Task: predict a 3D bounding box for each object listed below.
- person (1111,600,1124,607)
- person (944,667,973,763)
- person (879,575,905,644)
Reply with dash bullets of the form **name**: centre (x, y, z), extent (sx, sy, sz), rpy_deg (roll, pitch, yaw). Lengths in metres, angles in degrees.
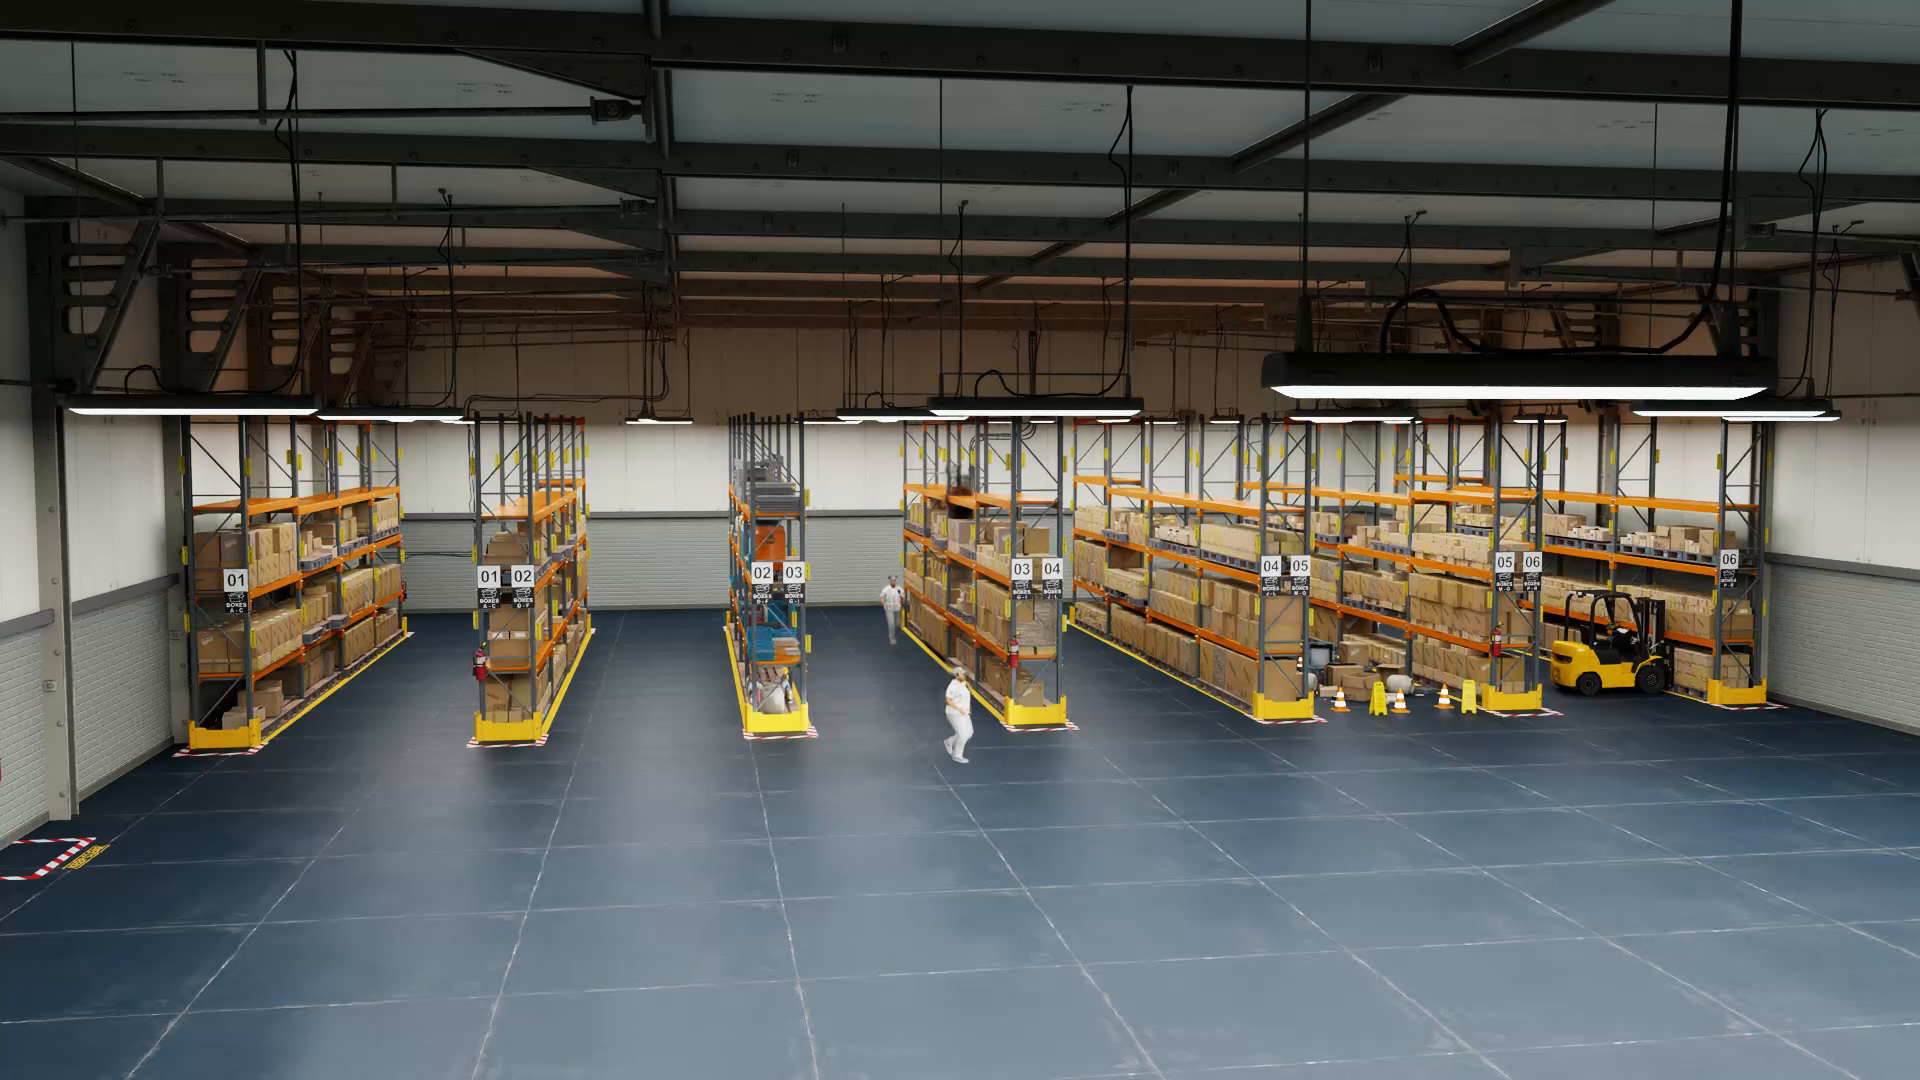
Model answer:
- **person**: centre (4.716, 1.525, 49.949), extent (0.740, 1.736, 0.596), rpy_deg (-1, 4, -11)
- **person**: centre (-0.073, 2.978, 28.453), extent (0.538, 1.638, 0.628), rpy_deg (2, 4, 24)
- **person**: centre (-1.682, 1.755, 41.727), extent (0.670, 1.774, 0.692), rpy_deg (-1, 4, -13)
